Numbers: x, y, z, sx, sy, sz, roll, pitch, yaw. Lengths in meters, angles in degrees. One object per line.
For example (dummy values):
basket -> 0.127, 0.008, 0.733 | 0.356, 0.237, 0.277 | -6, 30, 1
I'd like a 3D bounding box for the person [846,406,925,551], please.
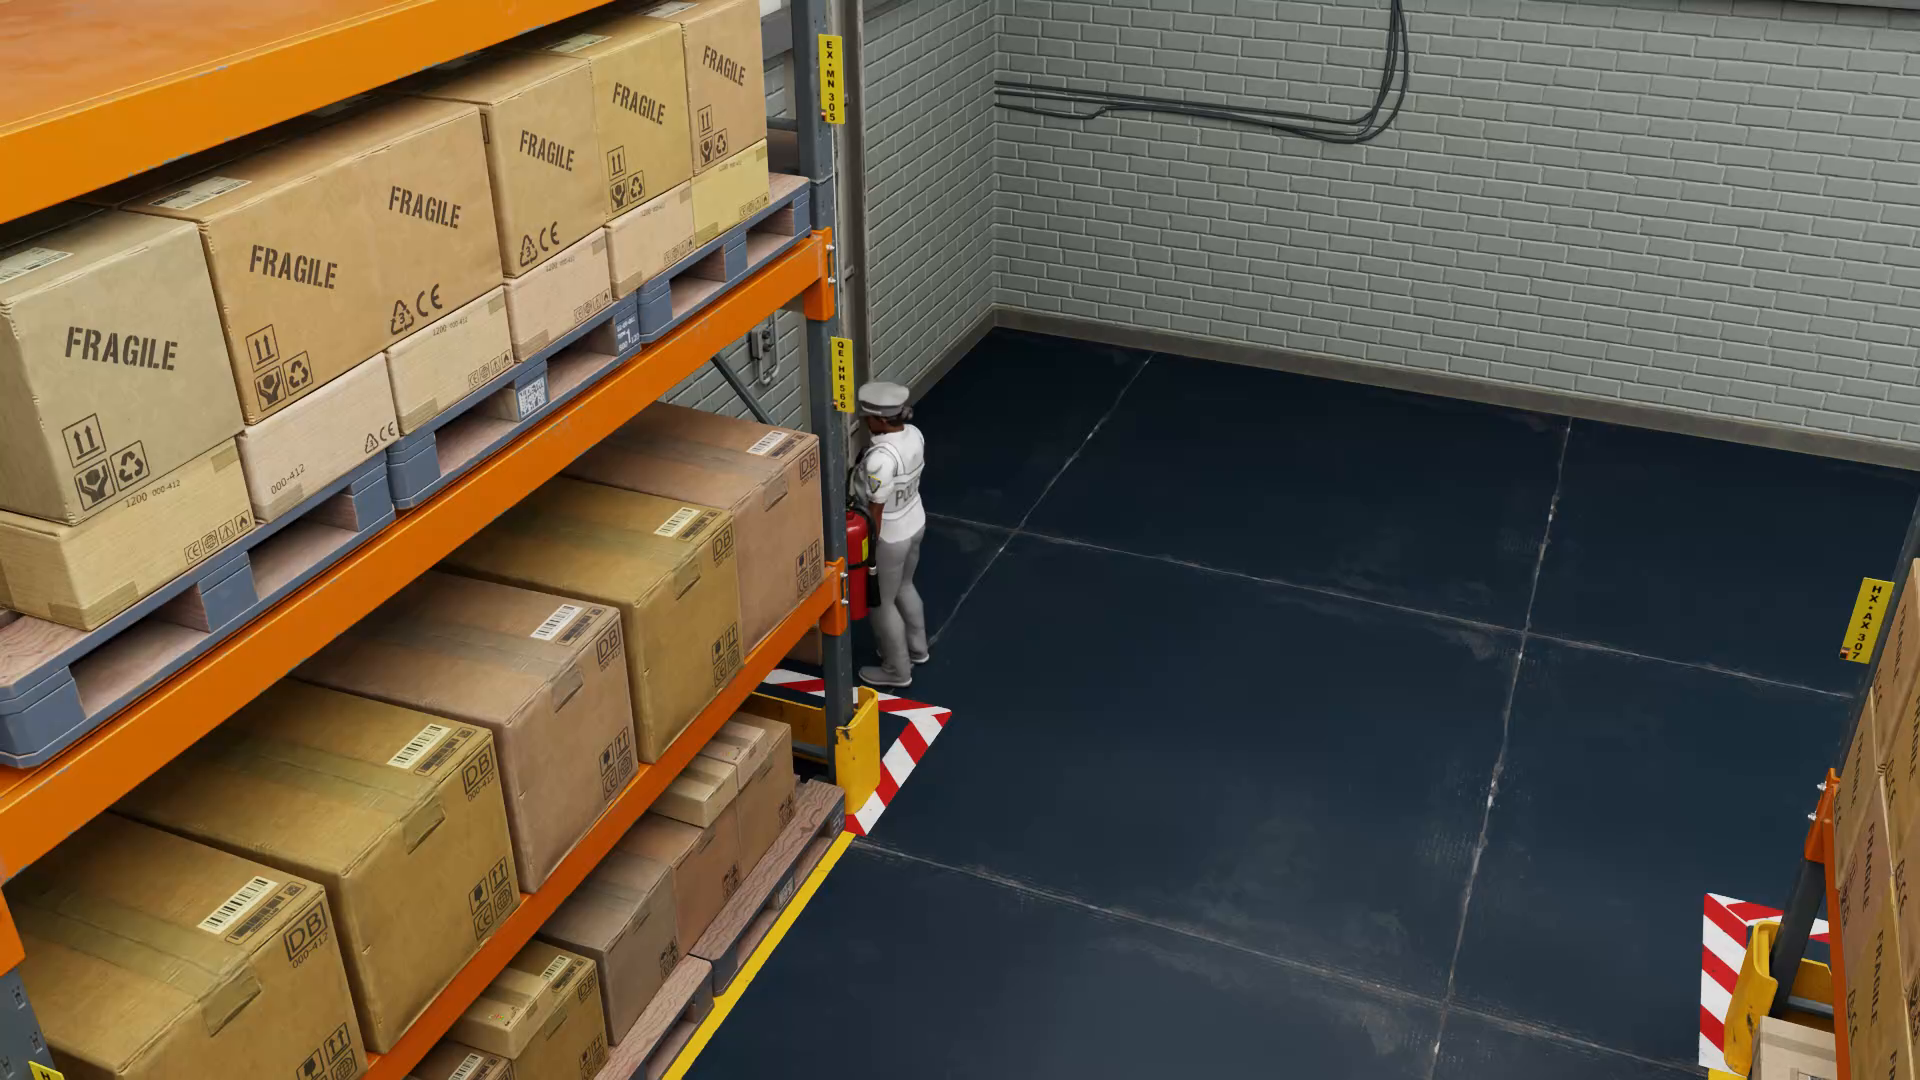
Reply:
person -> -0.363, -0.308, 8.263 | 0.340, 0.979, 0.438 | 12, 32, 20
